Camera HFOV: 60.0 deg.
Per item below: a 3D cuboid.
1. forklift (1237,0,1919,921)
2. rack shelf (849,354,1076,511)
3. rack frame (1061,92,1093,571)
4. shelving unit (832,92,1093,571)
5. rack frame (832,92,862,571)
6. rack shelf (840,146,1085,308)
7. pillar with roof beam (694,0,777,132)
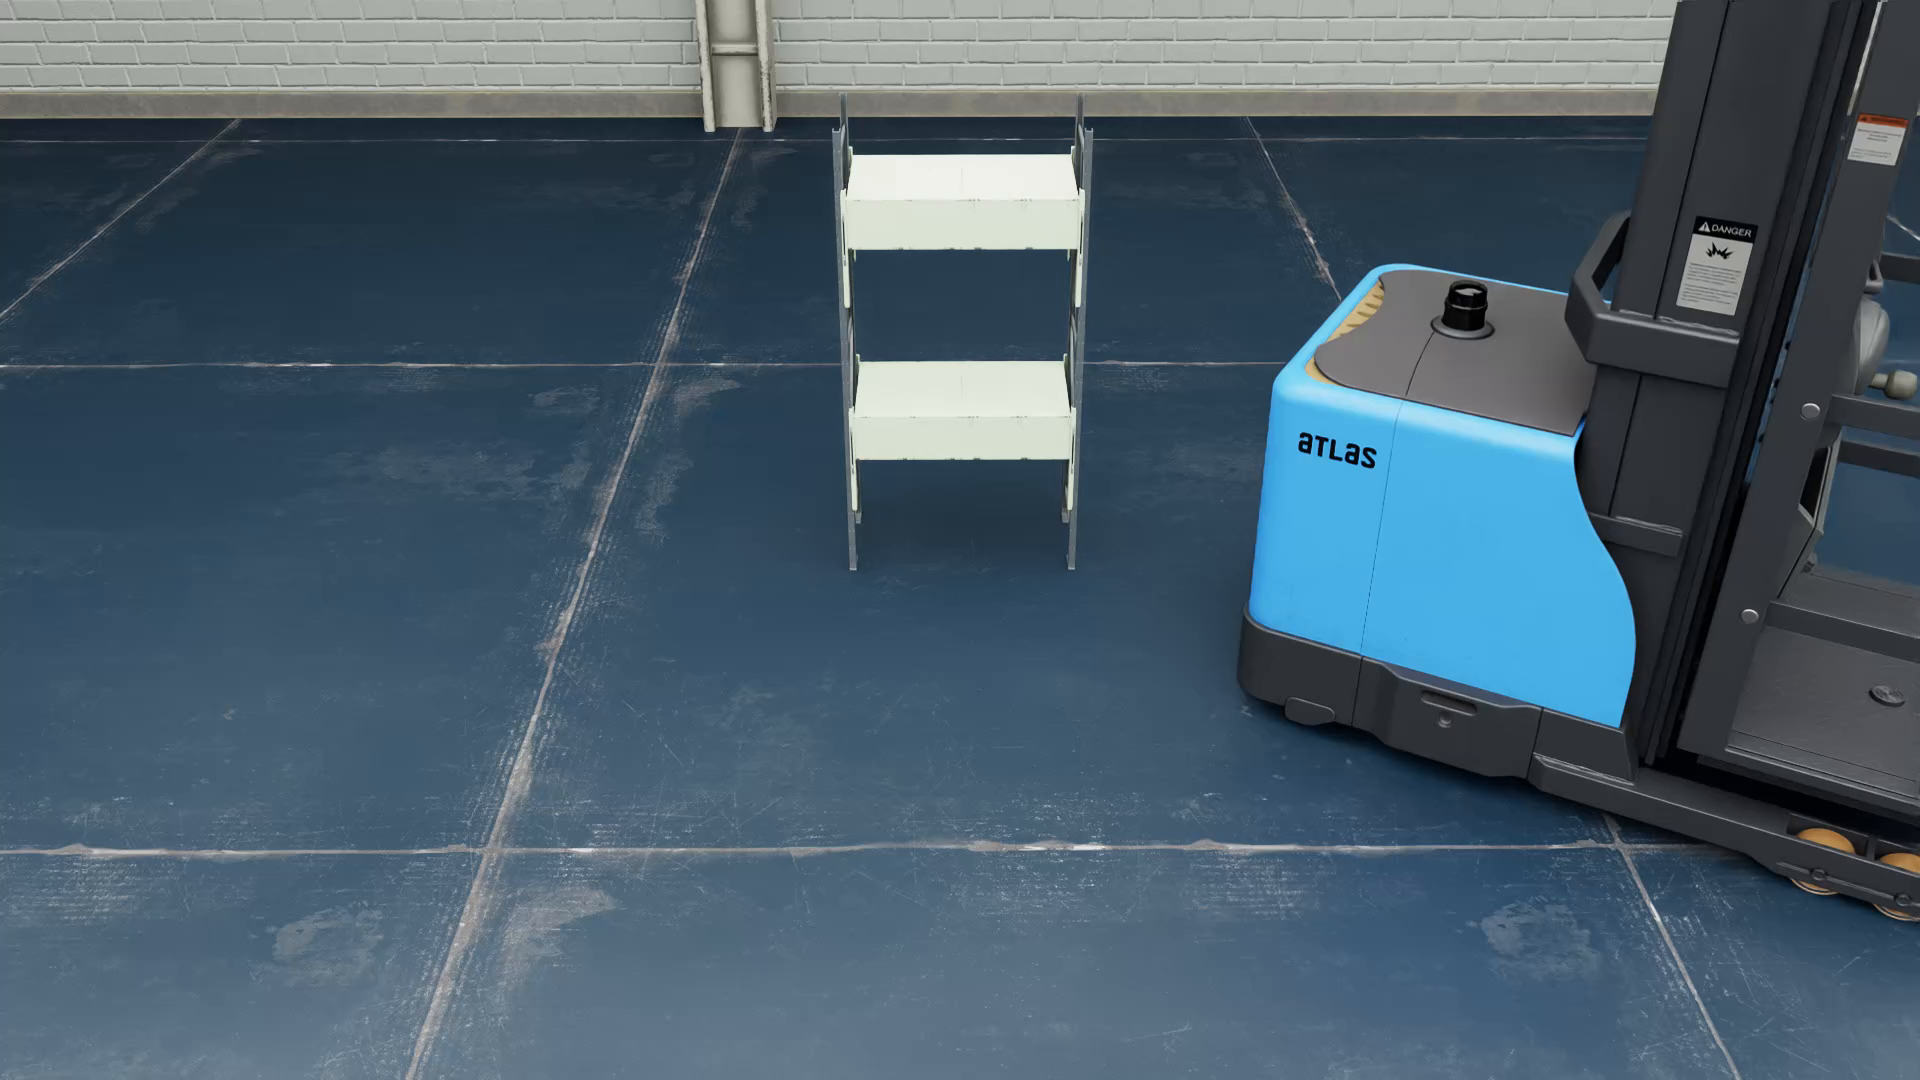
[{"bbox_3d":[2.362,-0.614,3.937,3.031,2.935,1.130,16,35,24],"label":"forklift"},{"bbox_3d":[0.007,-0.363,5.530,0.720,0.370,0.431,0,31,0],"label":"rack shelf"},{"bbox_3d":[0.373,-0.642,5.363,0.023,1.500,0.400,0,31,0],"label":"rack frame"},{"bbox_3d":[0.007,-0.641,5.361,0.755,1.500,0.431,0,31,0],"label":"shelving unit"},{"bbox_3d":[-0.359,-0.640,5.359,0.023,1.500,0.400,0,31,0],"label":"rack frame"},{"bbox_3d":[0.007,-0.975,5.159,0.720,0.370,0.431,0,31,0],"label":"rack shelf"},{"bbox_3d":[-1.261,-4.069,3.781,0.400,9.000,9.100,0,31,0],"label":"pillar with roof beam"}]
